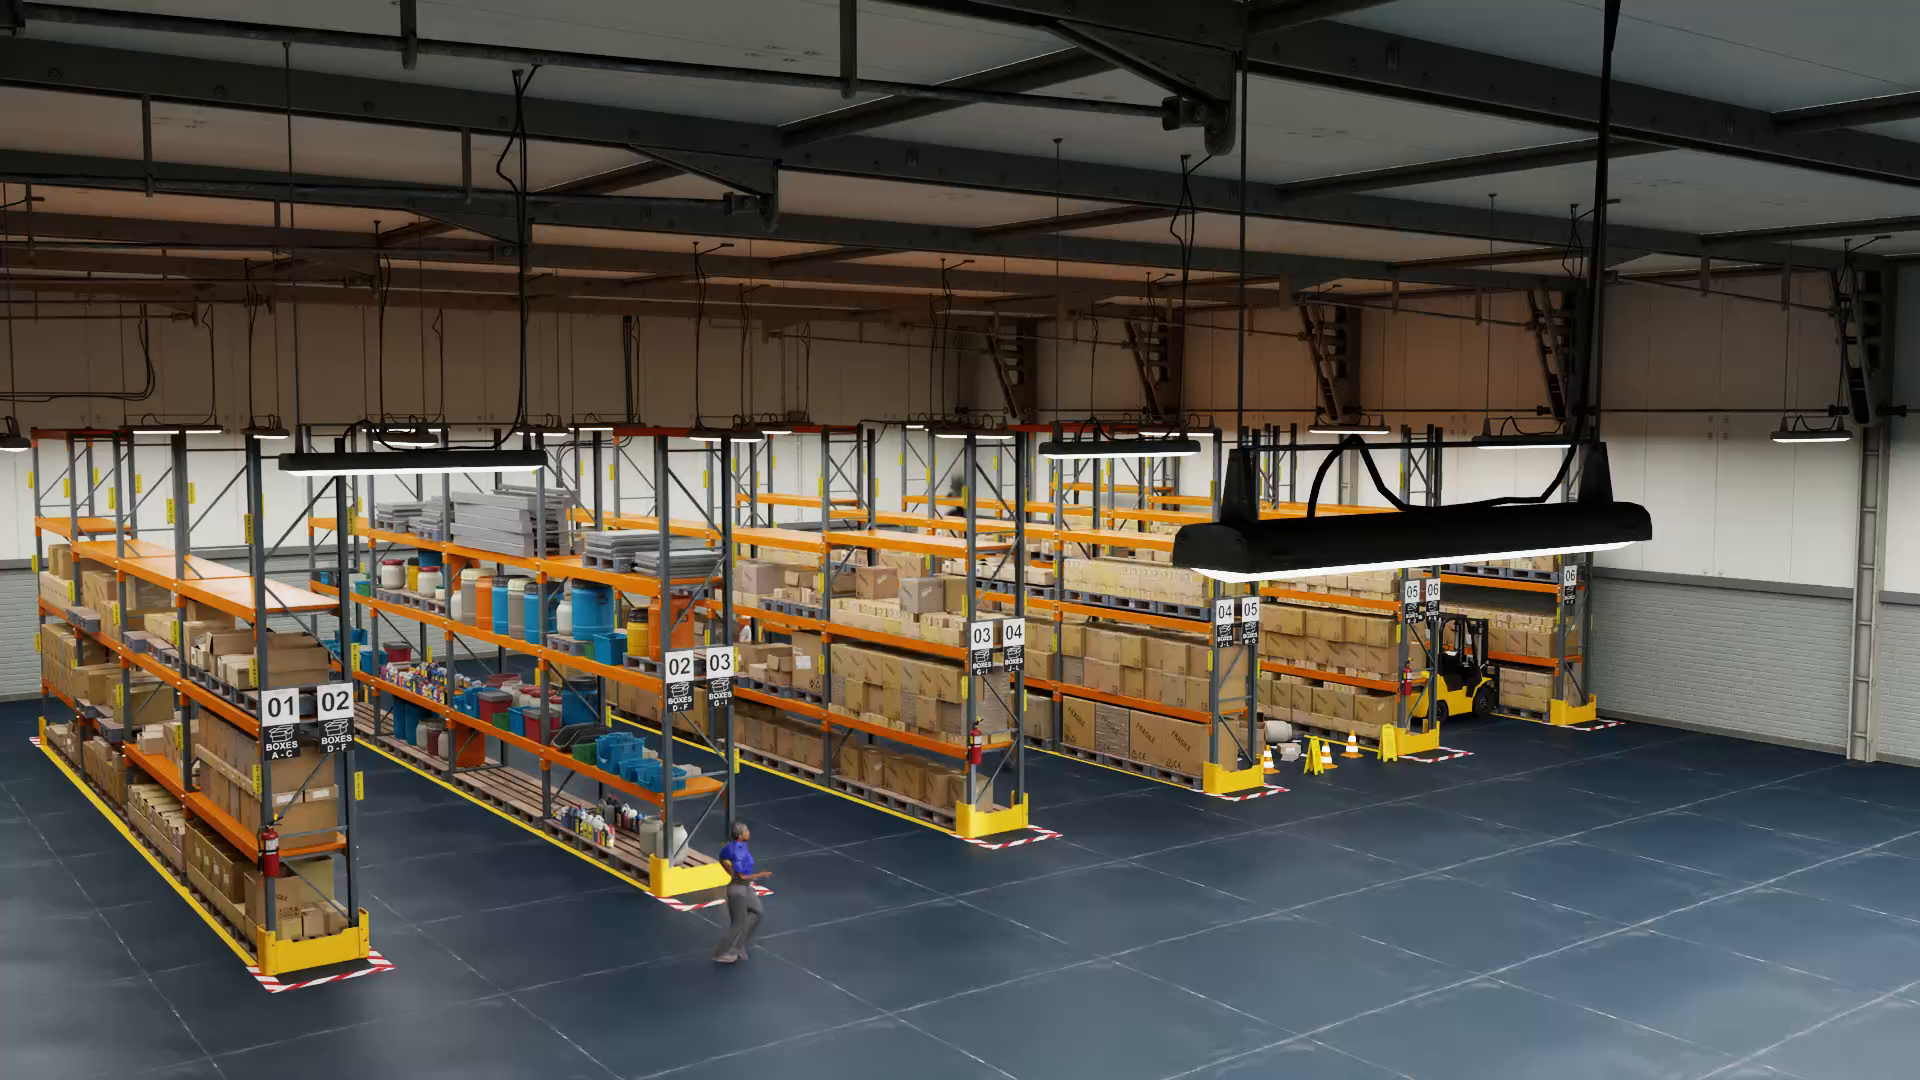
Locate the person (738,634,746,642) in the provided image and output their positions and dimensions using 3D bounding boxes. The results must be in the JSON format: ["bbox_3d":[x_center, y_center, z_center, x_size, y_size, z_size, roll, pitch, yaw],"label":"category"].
[{"bbox_3d":[-4.518,2.779,34.738,0.570,1.629,0.531,-4,6,-40],"label":"person"}]

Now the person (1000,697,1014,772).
[{"bbox_3d":[0.600,3.168,29.334,0.667,1.741,0.969,-4,6,-38],"label":"person"}]

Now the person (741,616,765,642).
[{"bbox_3d":[-4.601,2.510,37.253,0.679,1.752,0.854,-3,5,-31],"label":"person"}]

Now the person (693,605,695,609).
[{"bbox_3d":[-6.620,2.343,40.133,0.735,1.685,0.745,-1,5,-8],"label":"person"}]

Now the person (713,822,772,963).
[{"bbox_3d":[-2.488,4.033,18.971,0.681,1.649,0.548,-1,5,-11],"label":"person"}]
